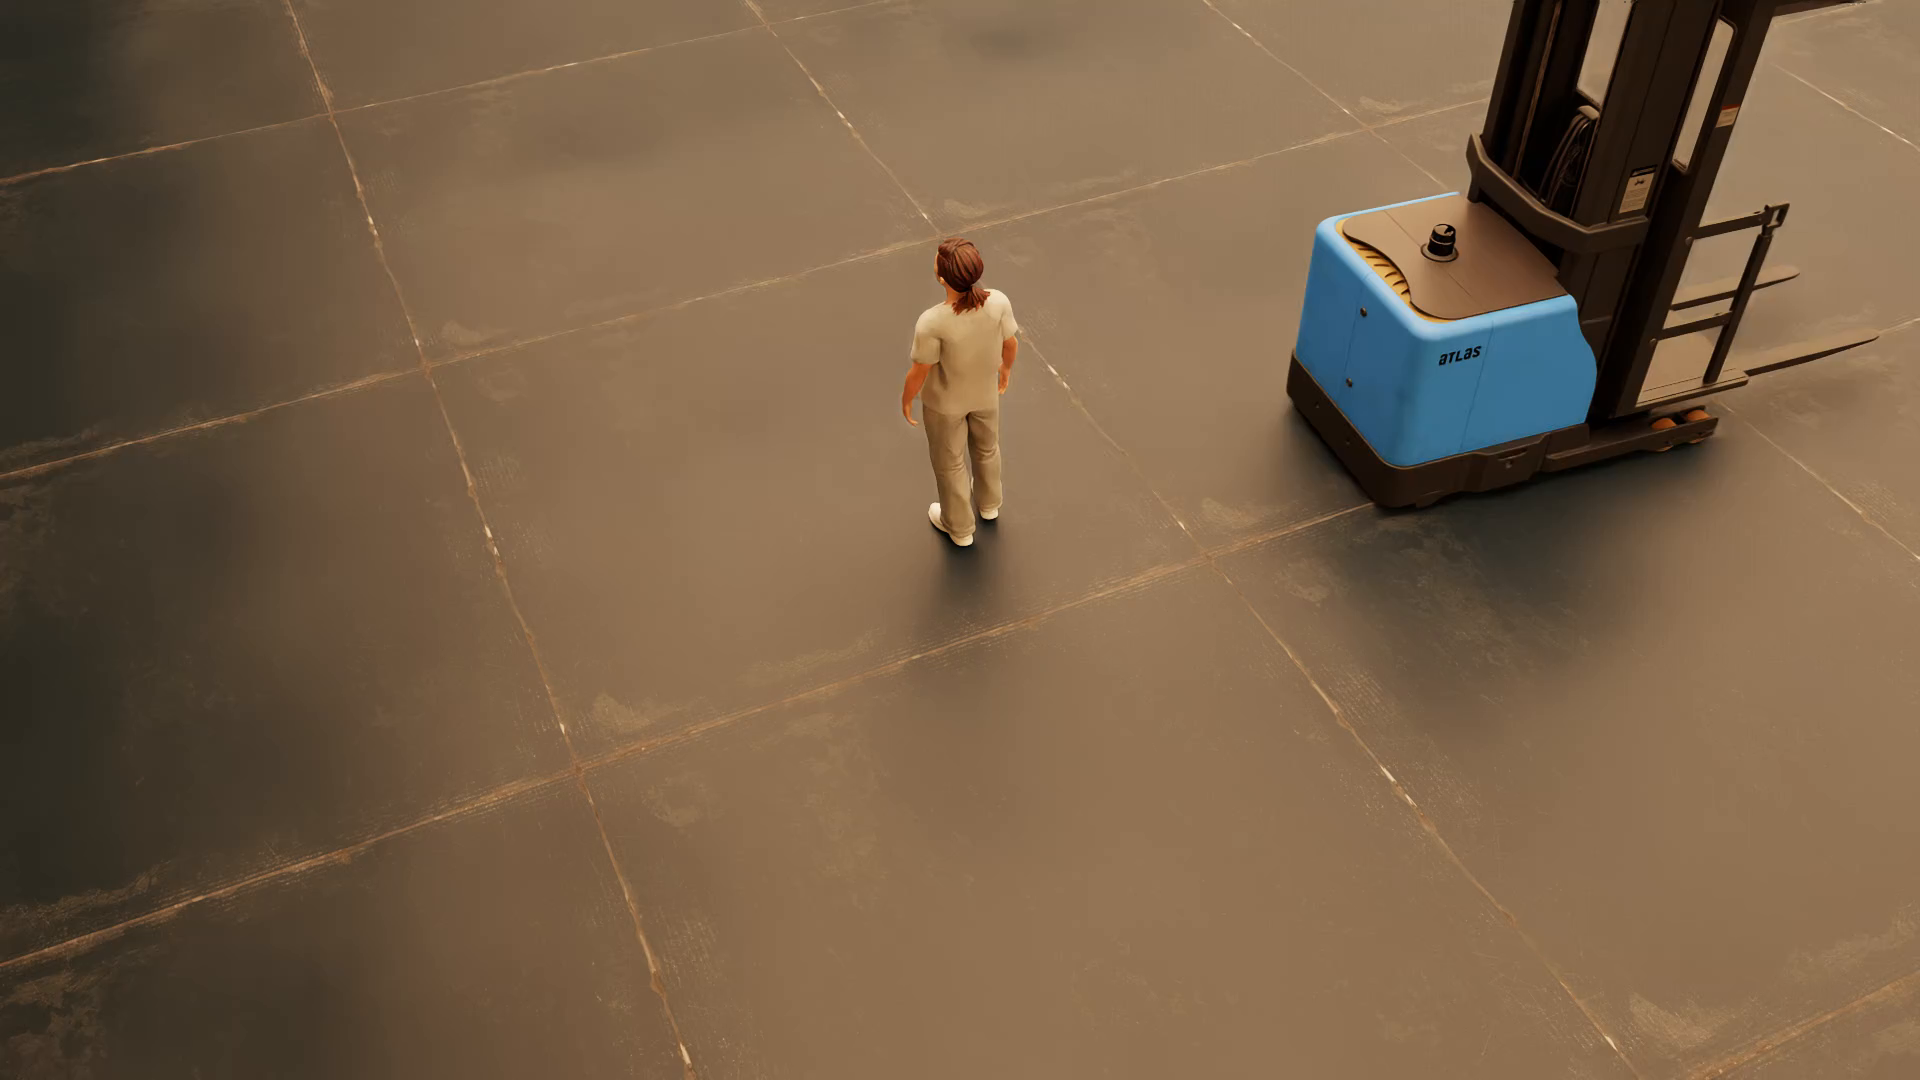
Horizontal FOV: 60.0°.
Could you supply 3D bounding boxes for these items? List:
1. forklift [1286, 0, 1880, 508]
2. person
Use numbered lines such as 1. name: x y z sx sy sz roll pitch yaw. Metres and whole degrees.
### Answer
1. forklift: 3.248 -1.839 7.651 3.031 2.935 1.130 -14 45 -14
2. person: -0.018 -0.668 7.304 0.549 1.675 0.549 -18 46 -18
